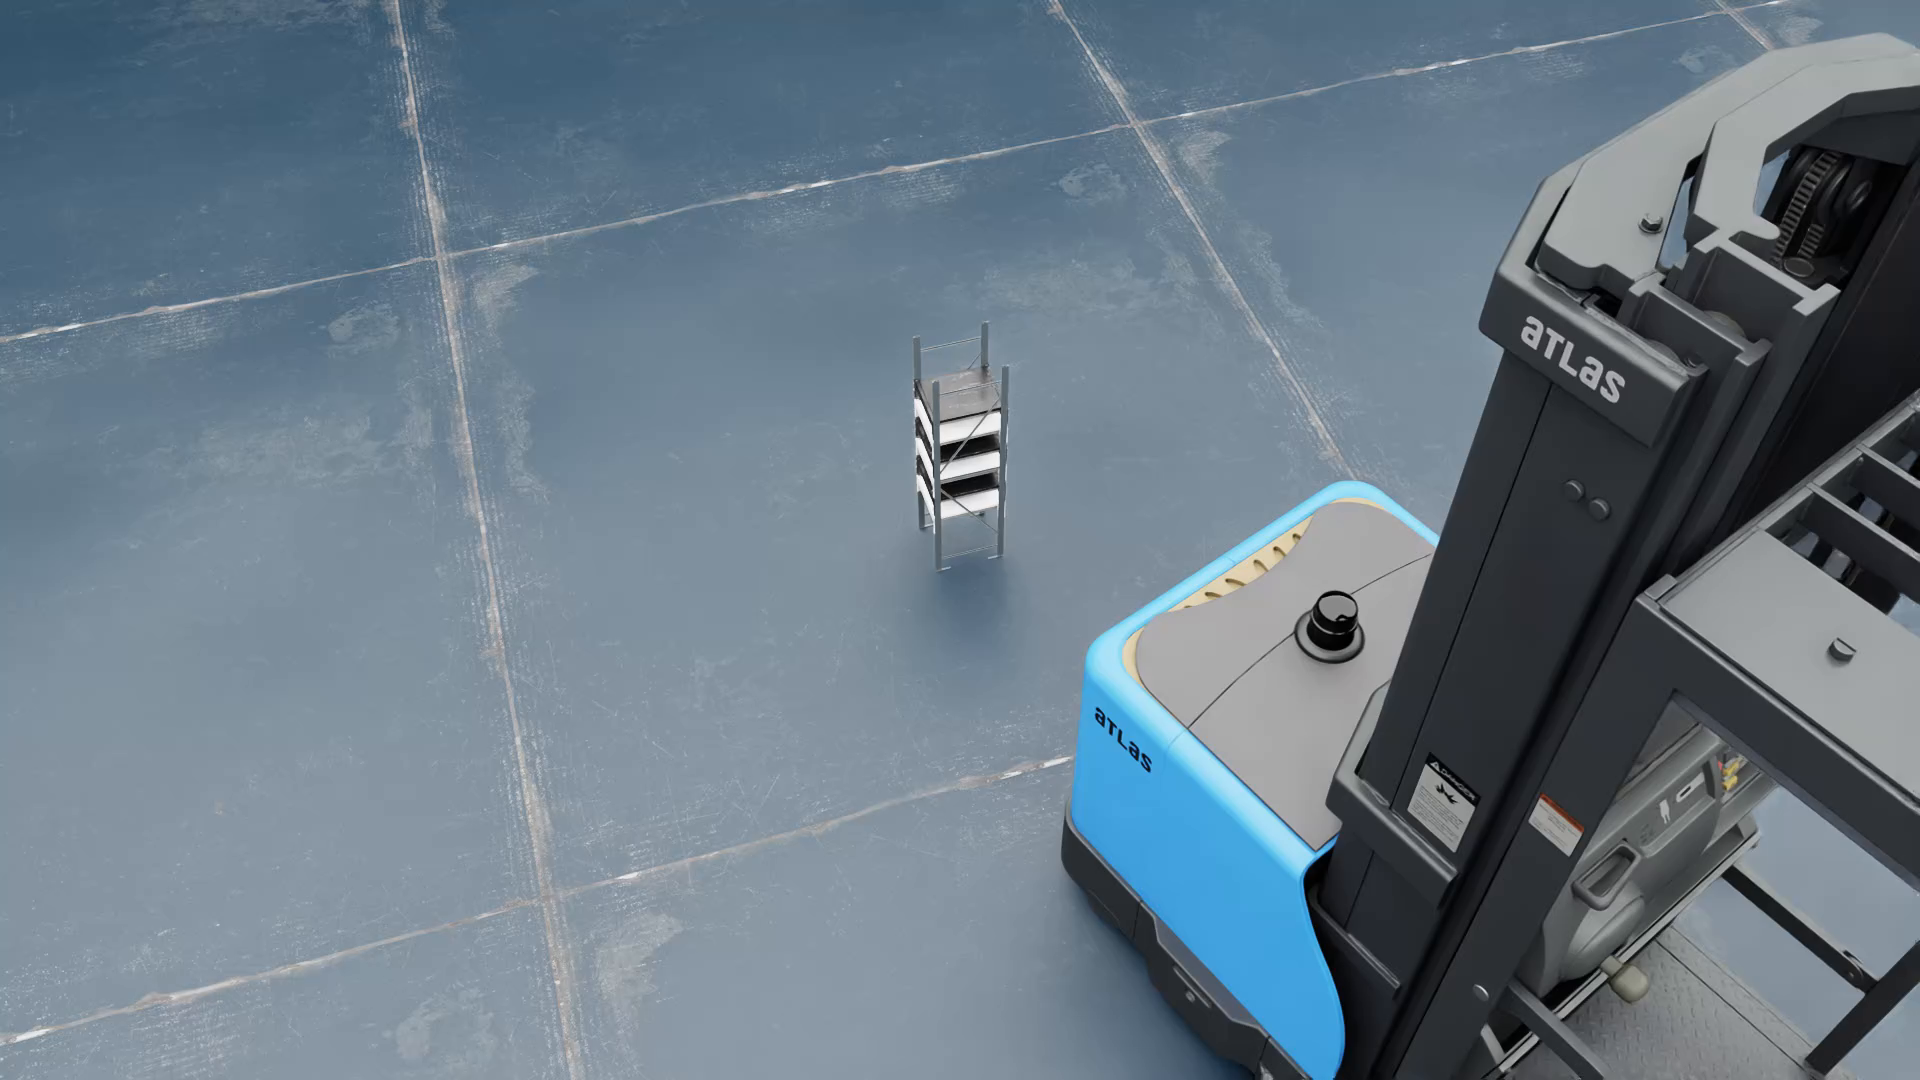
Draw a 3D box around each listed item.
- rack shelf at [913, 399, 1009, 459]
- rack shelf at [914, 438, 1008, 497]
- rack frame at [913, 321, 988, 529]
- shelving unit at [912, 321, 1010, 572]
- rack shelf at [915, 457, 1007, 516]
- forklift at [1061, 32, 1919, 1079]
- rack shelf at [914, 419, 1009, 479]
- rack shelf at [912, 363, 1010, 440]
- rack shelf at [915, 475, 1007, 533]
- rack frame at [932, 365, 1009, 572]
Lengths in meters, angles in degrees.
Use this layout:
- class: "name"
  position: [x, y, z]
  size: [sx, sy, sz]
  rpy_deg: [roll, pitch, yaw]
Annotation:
- class: "rack shelf"
  position: [0.002, -0.379, 5.289]
  size: [0.258, 0.077, 0.200]
  rpy_deg: [-13, 51, -11]
- class: "rack shelf"
  position: [0.002, -0.263, 5.426]
  size: [0.258, 0.077, 0.200]
  rpy_deg: [-13, 51, -11]
- class: "rack frame"
  position: [-0.028, -0.358, 5.464]
  size: [0.240, 0.900, 0.006]
  rpy_deg: [-13, 51, -11]
- class: "shelving unit"
  position: [0.002, -0.284, 5.401]
  size: [0.258, 0.900, 0.210]
  rpy_deg: [-13, 51, -11]
- class: "rack shelf"
  position: [0.002, -0.205, 5.495]
  size: [0.258, 0.077, 0.200]
  rpy_deg: [-13, 51, -11]
- class: "forklift"
  position: [1.600, 0.676, 3.263]
  size: [1.130, 2.935, 3.031]
  rpy_deg: [-31, 56, -23]
- class: "rack shelf"
  position: [0.002, -0.321, 5.358]
  size: [0.258, 0.077, 0.200]
  rpy_deg: [-13, 51, -11]
- class: "rack shelf"
  position: [0.002, -0.437, 5.220]
  size: [0.258, 0.077, 0.200]
  rpy_deg: [-13, 51, -11]
- class: "rack shelf"
  position: [0.002, -0.147, 5.564]
  size: [0.258, 0.077, 0.200]
  rpy_deg: [-13, 51, -11]
- class: "rack frame"
  position: [0.032, -0.210, 5.338]
  size: [0.240, 0.900, 0.006]
  rpy_deg: [-13, 51, -11]
